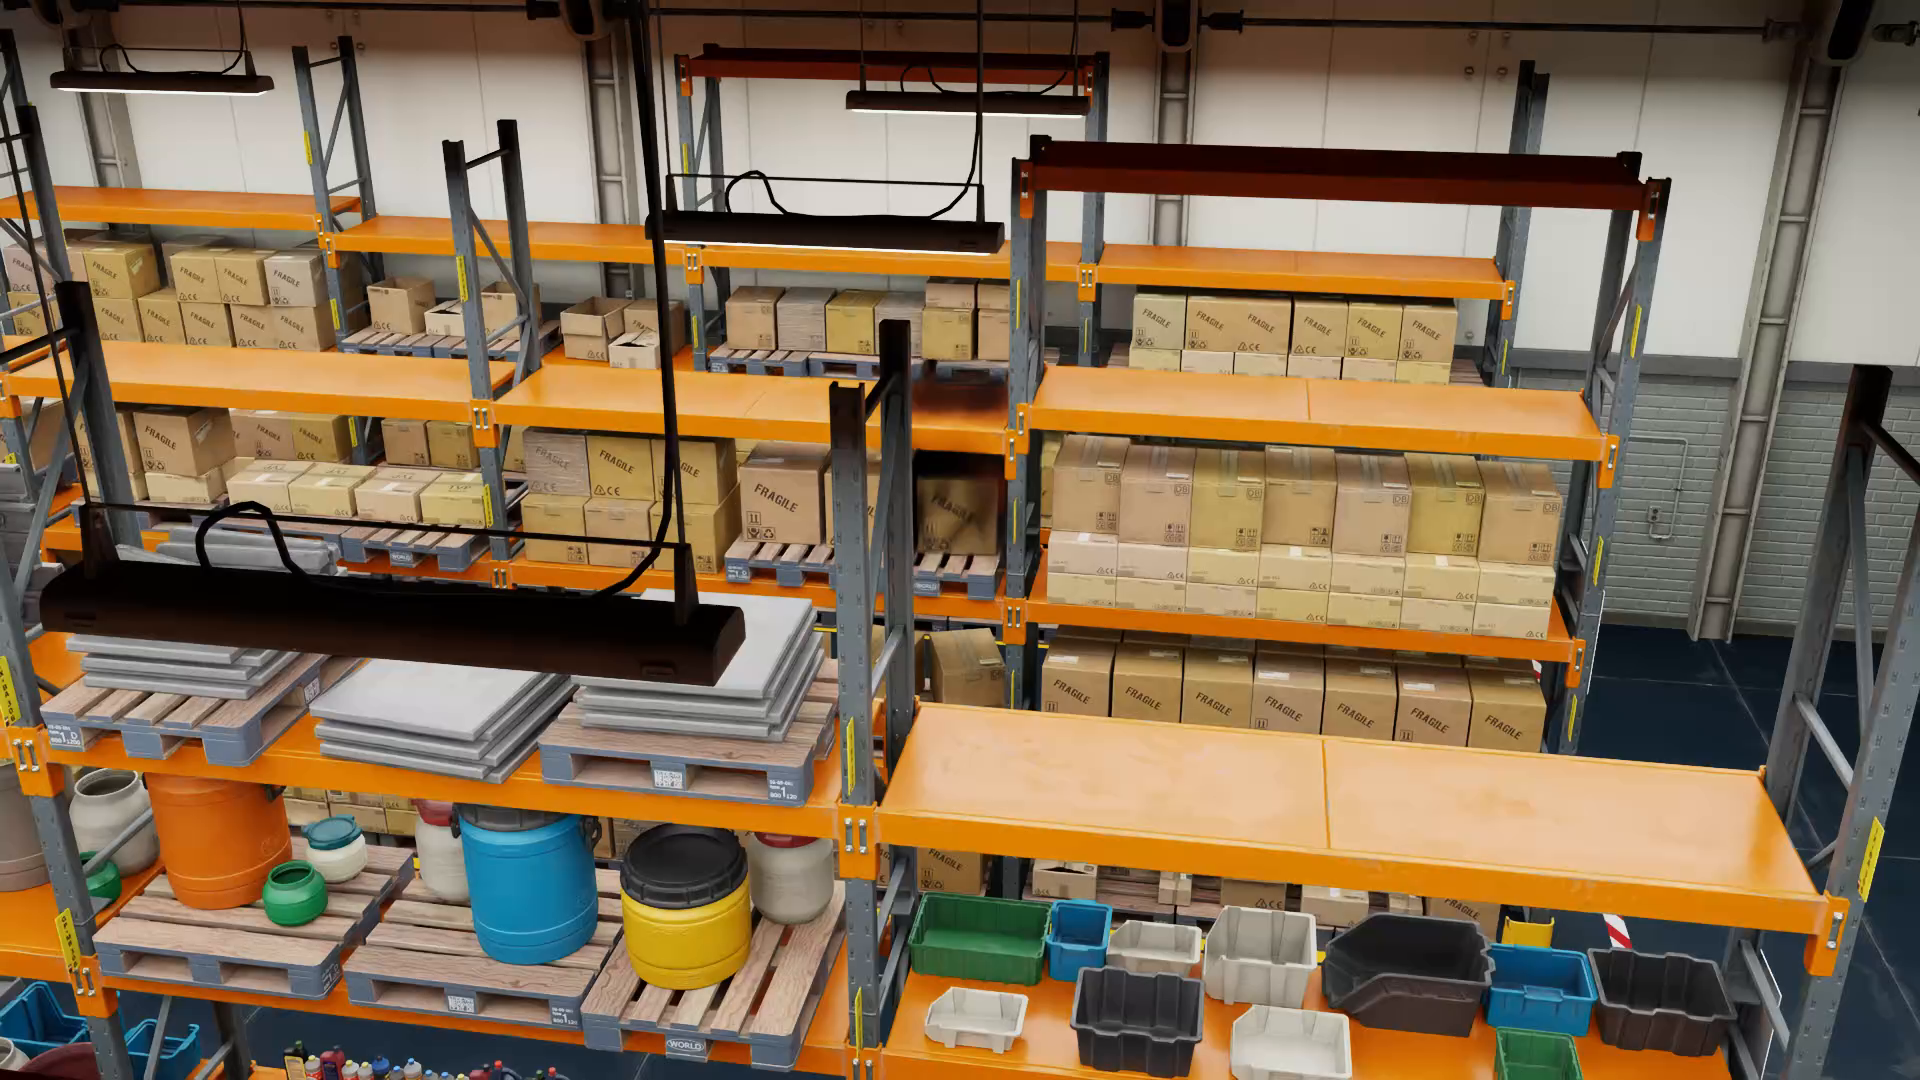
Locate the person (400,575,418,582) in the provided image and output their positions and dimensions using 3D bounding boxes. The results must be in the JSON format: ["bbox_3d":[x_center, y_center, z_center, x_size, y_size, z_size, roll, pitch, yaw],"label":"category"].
[{"bbox_3d":[-5.123,1.107,15.740,0.519,1.743,0.334,7,24,17],"label":"person"}]
